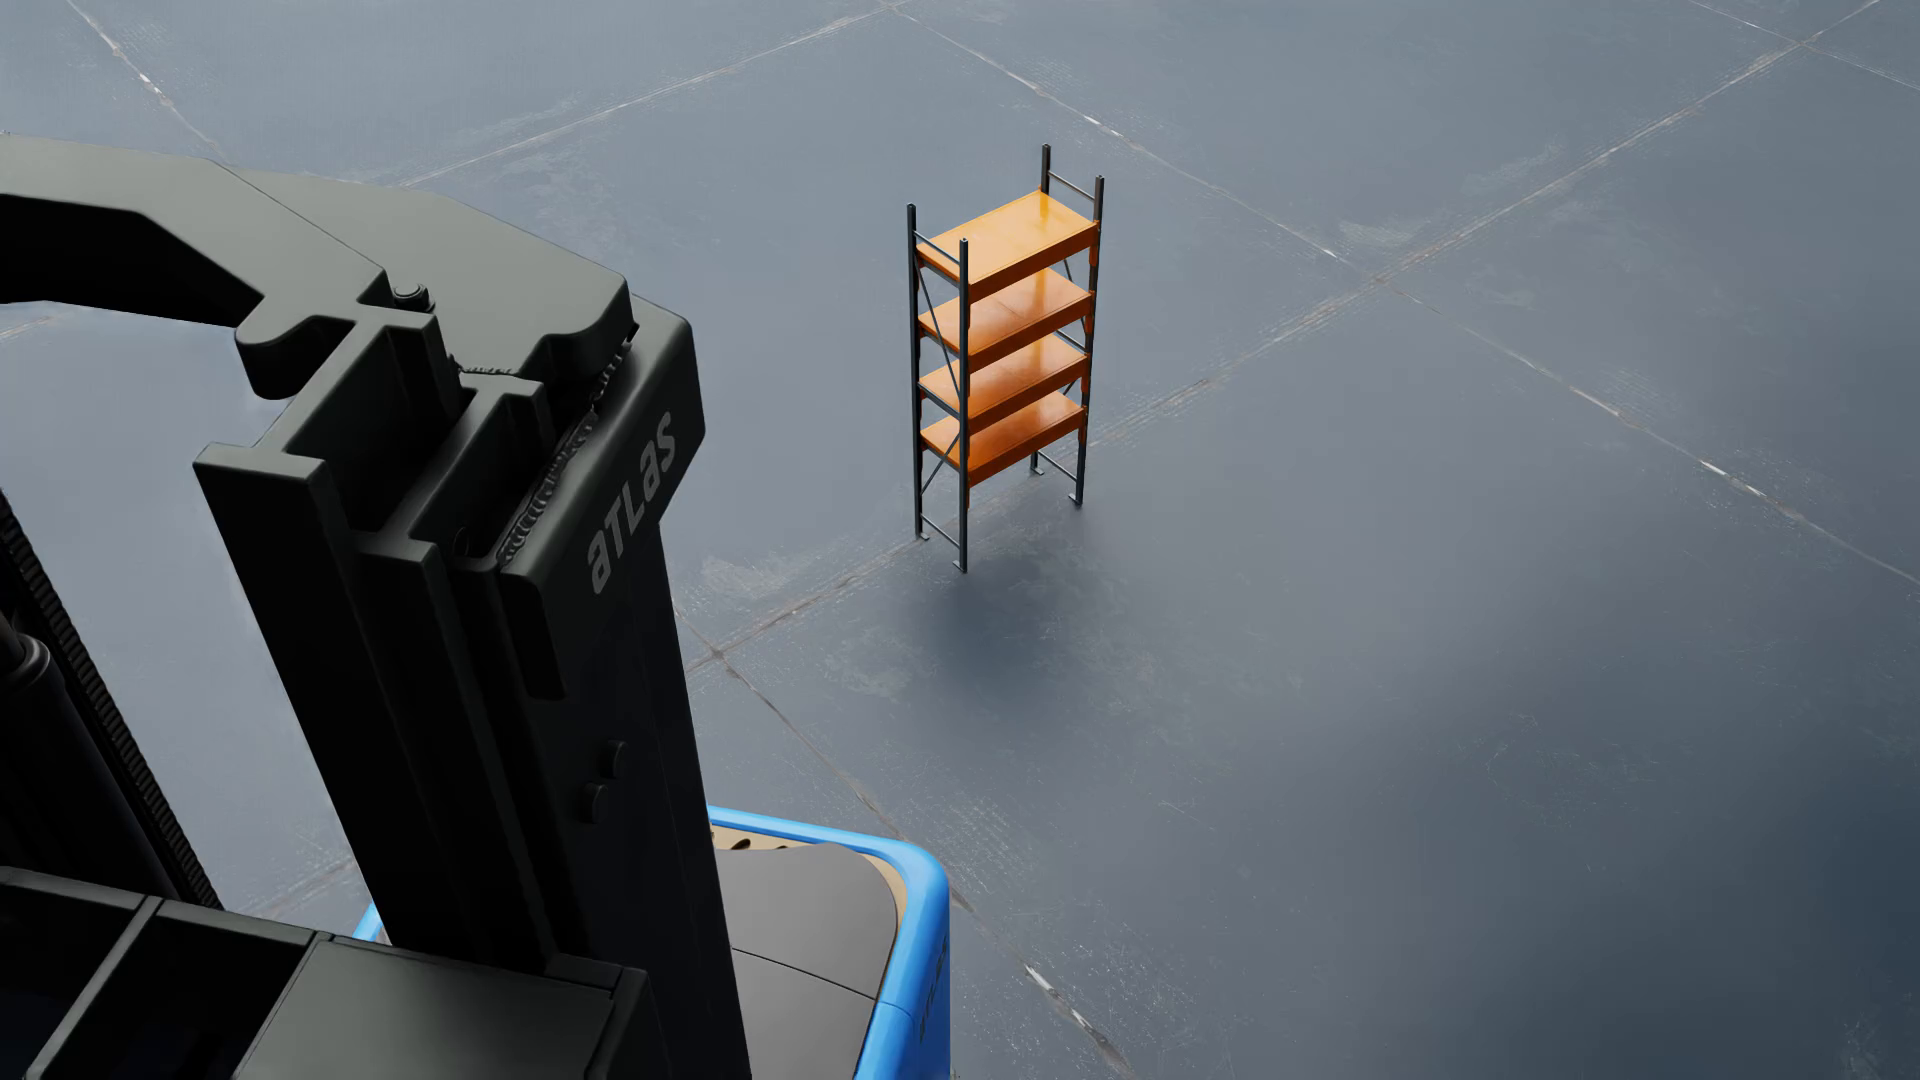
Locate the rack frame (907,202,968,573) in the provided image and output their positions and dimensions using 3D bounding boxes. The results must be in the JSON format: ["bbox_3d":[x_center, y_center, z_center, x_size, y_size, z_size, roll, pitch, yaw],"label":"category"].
[{"bbox_3d":[-0.060,-0.403,4.803,0.015,1.200,0.240,-30,51,-28],"label":"rack frame"}]

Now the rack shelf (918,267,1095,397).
[{"bbox_3d":[0.127,-0.624,4.810,0.480,0.148,0.258,-30,51,-28],"label":"rack shelf"}]

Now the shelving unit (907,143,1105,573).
[{"bbox_3d":[0.127,-0.510,4.917,0.503,1.200,0.258,-30,51,-28],"label":"shelving unit"}]

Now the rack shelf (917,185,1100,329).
[{"bbox_3d":[0.127,-0.797,4.648,0.480,0.148,0.258,-30,51,-28],"label":"rack shelf"}]

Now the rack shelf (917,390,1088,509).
[{"bbox_3d":[0.127,-0.316,5.099,0.480,0.148,0.258,-30,51,-28],"label":"rack shelf"}]

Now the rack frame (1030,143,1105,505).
[{"bbox_3d":[0.314,-0.617,5.031,0.015,1.200,0.240,-30,51,-28],"label":"rack frame"}]

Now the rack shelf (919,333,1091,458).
[{"bbox_3d":[0.127,-0.461,4.963,0.480,0.148,0.258,-30,51,-28],"label":"rack shelf"}]

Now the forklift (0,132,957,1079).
[{"bbox_3d":[-0.833,1.198,1.833,1.130,2.935,3.031,9,44,9],"label":"forklift"}]
